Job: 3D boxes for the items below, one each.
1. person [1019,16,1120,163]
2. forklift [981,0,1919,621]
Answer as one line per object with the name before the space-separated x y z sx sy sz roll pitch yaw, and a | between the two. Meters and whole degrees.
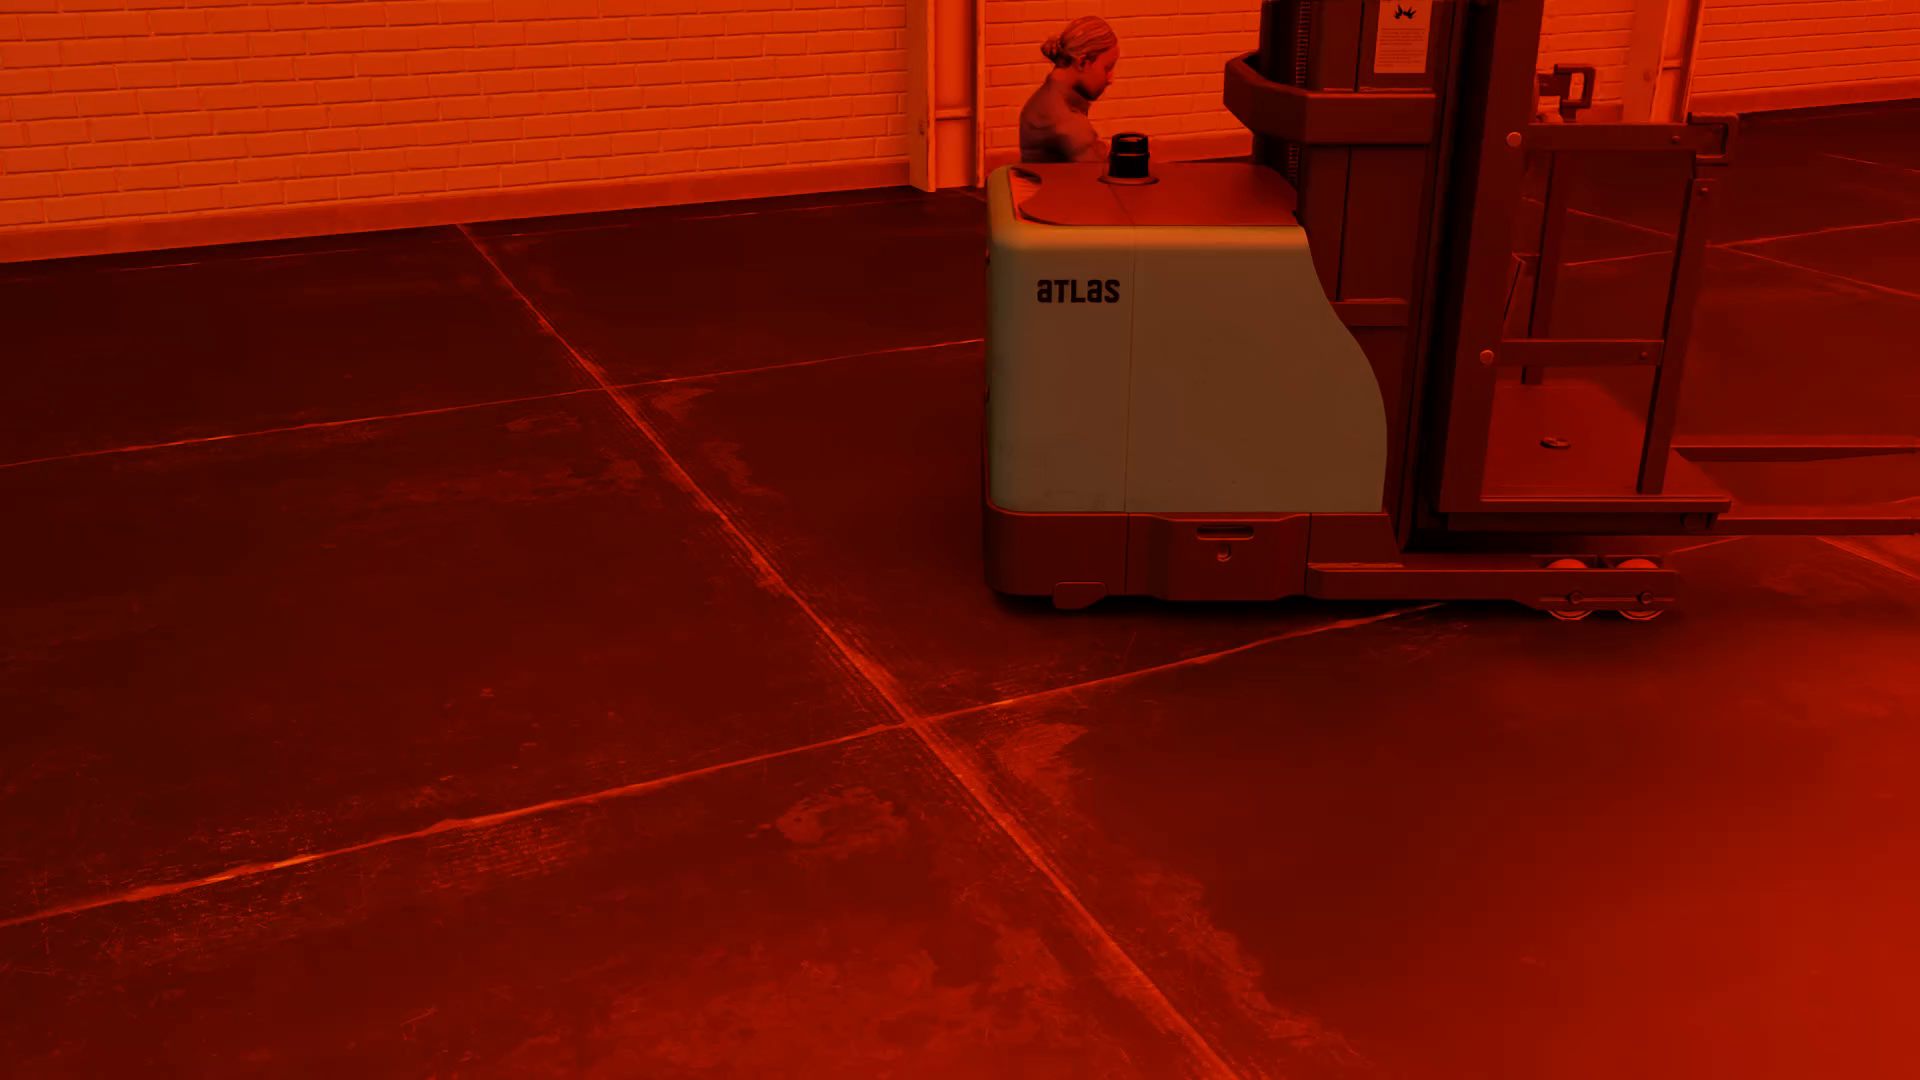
person | 0.514 -0.958 5.486 0.641 1.481 0.894 -1 23 -2
forklift | 1.586 -1.336 4.503 3.031 2.935 1.130 0 23 0
